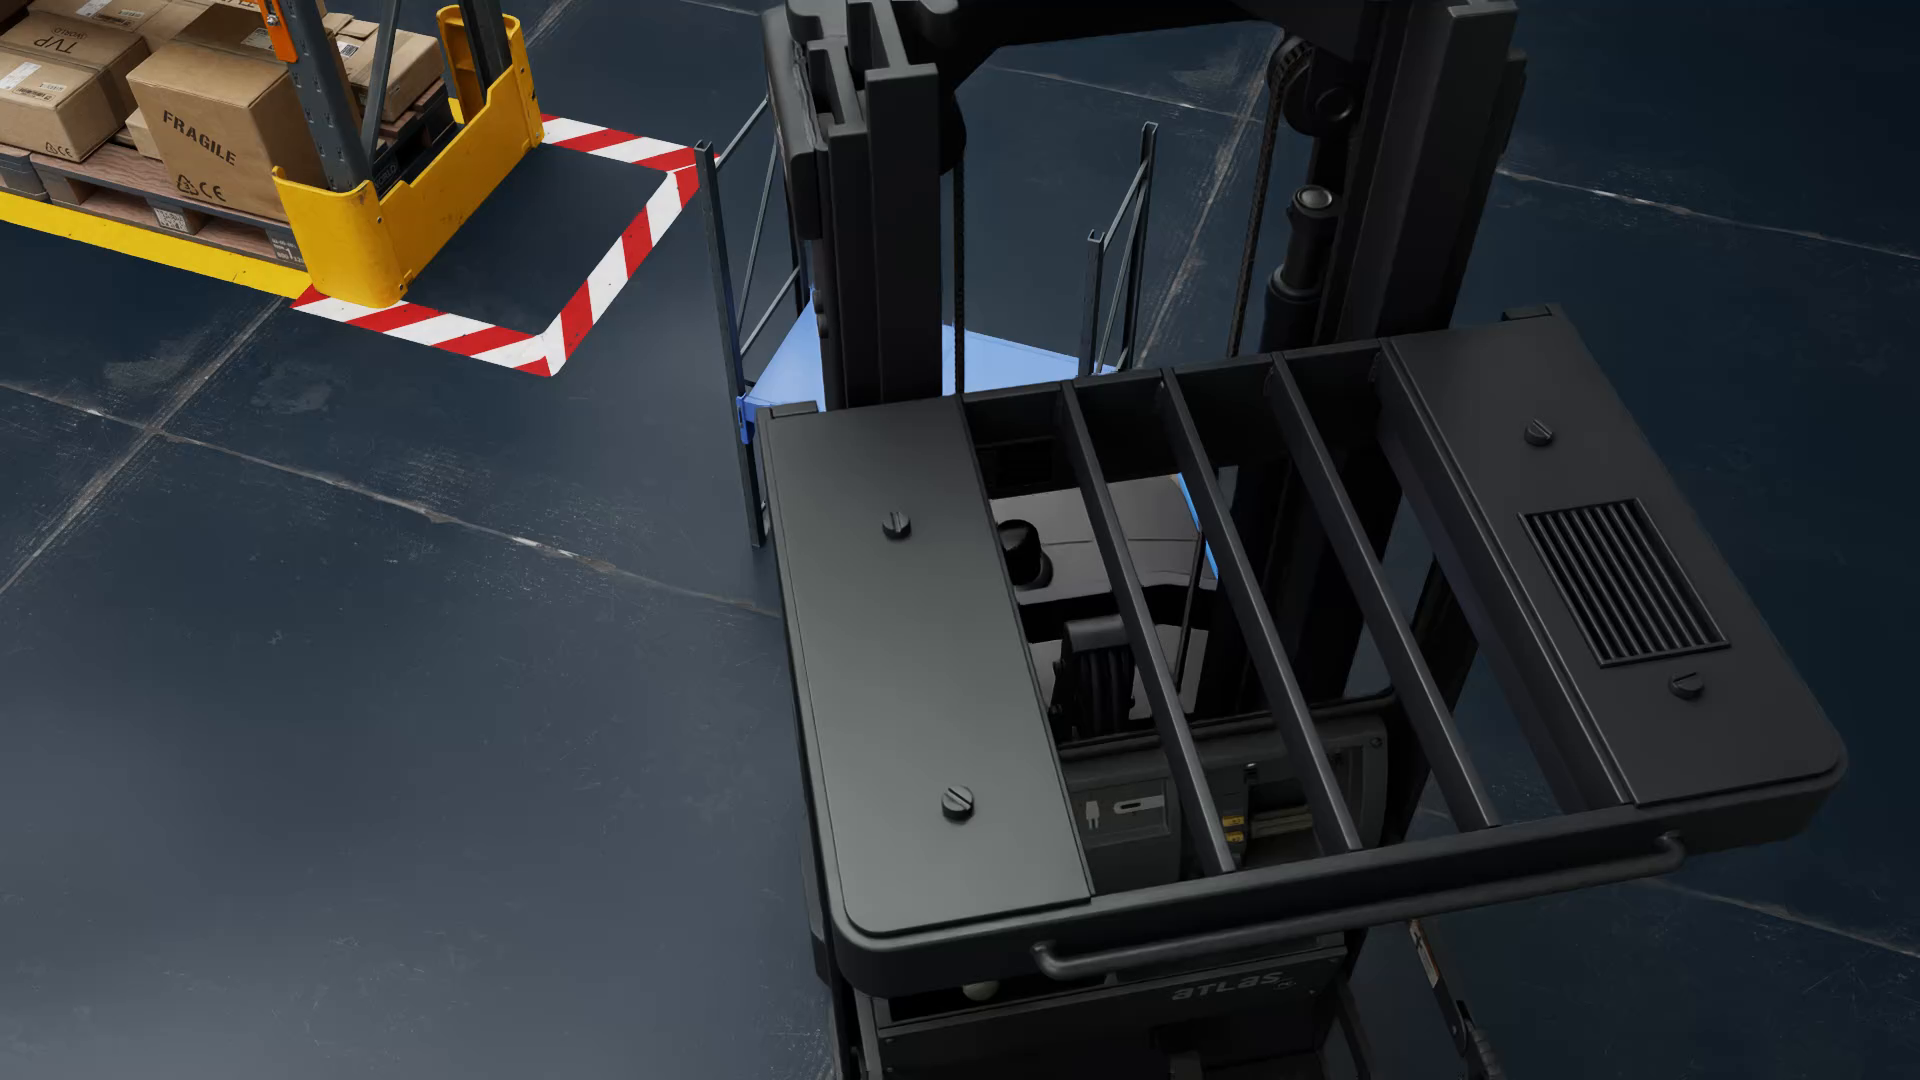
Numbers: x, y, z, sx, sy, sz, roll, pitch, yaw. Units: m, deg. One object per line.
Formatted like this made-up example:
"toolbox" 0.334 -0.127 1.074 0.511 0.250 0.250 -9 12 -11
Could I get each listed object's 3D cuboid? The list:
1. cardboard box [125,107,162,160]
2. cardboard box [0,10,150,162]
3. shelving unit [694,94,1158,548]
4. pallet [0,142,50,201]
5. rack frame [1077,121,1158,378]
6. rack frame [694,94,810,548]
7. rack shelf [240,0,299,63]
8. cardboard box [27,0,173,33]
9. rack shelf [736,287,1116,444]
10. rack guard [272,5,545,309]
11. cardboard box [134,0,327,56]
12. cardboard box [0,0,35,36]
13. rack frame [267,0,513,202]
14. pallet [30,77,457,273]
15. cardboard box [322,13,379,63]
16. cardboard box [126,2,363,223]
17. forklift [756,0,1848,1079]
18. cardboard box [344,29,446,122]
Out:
"cardboard box" -2.879 -1.591 6.228 0.250 0.166 0.380 16 51 13
"cardboard box" -3.411 -1.719 6.283 0.500 0.250 0.500 16 51 13
"shelving unit" -0.080 -0.514 4.703 1.048 1.500 0.538 16 51 13
"pallet" -3.895 -1.873 6.734 1.213 0.211 1.003 16 51 13
"rack frame" 0.397 -0.380 4.587 0.032 1.500 0.500 16 51 13
"rack frame" -0.557 -0.647 4.818 0.032 1.500 0.500 16 51 13
"rack shelf" -3.811 -2.526 5.930 4.000 0.370 1.077 16 51 13
"cardboard box" -3.284 -2.086 6.602 0.500 0.250 0.500 16 51 13
"rack shelf" -0.080 -0.396 4.839 1.000 0.185 0.538 16 51 13
"rack guard" -2.006 -1.439 6.166 0.348 0.500 1.175 16 51 13
"cardboard box" -2.815 -1.955 6.488 0.500 0.250 0.500 16 51 13
"cardboard box" -3.923 -2.123 6.466 0.637 0.503 0.797 16 51 13
"rack frame" -1.935 -2.237 5.204 0.127 3.000 1.000 16 51 13
"pallet" -2.754 -1.552 6.456 1.213 0.211 1.003 16 51 13
"cardboard box" -2.443 -1.872 6.472 0.250 0.166 0.380 16 51 13
"cardboard box" -2.530 -1.531 5.955 0.500 0.500 0.500 16 51 13
"forklift" 0.331 0.656 2.742 1.130 2.935 3.031 -8 50 -7
"cardboard box" -2.208 -1.801 6.421 0.250 0.149 0.380 16 51 13
